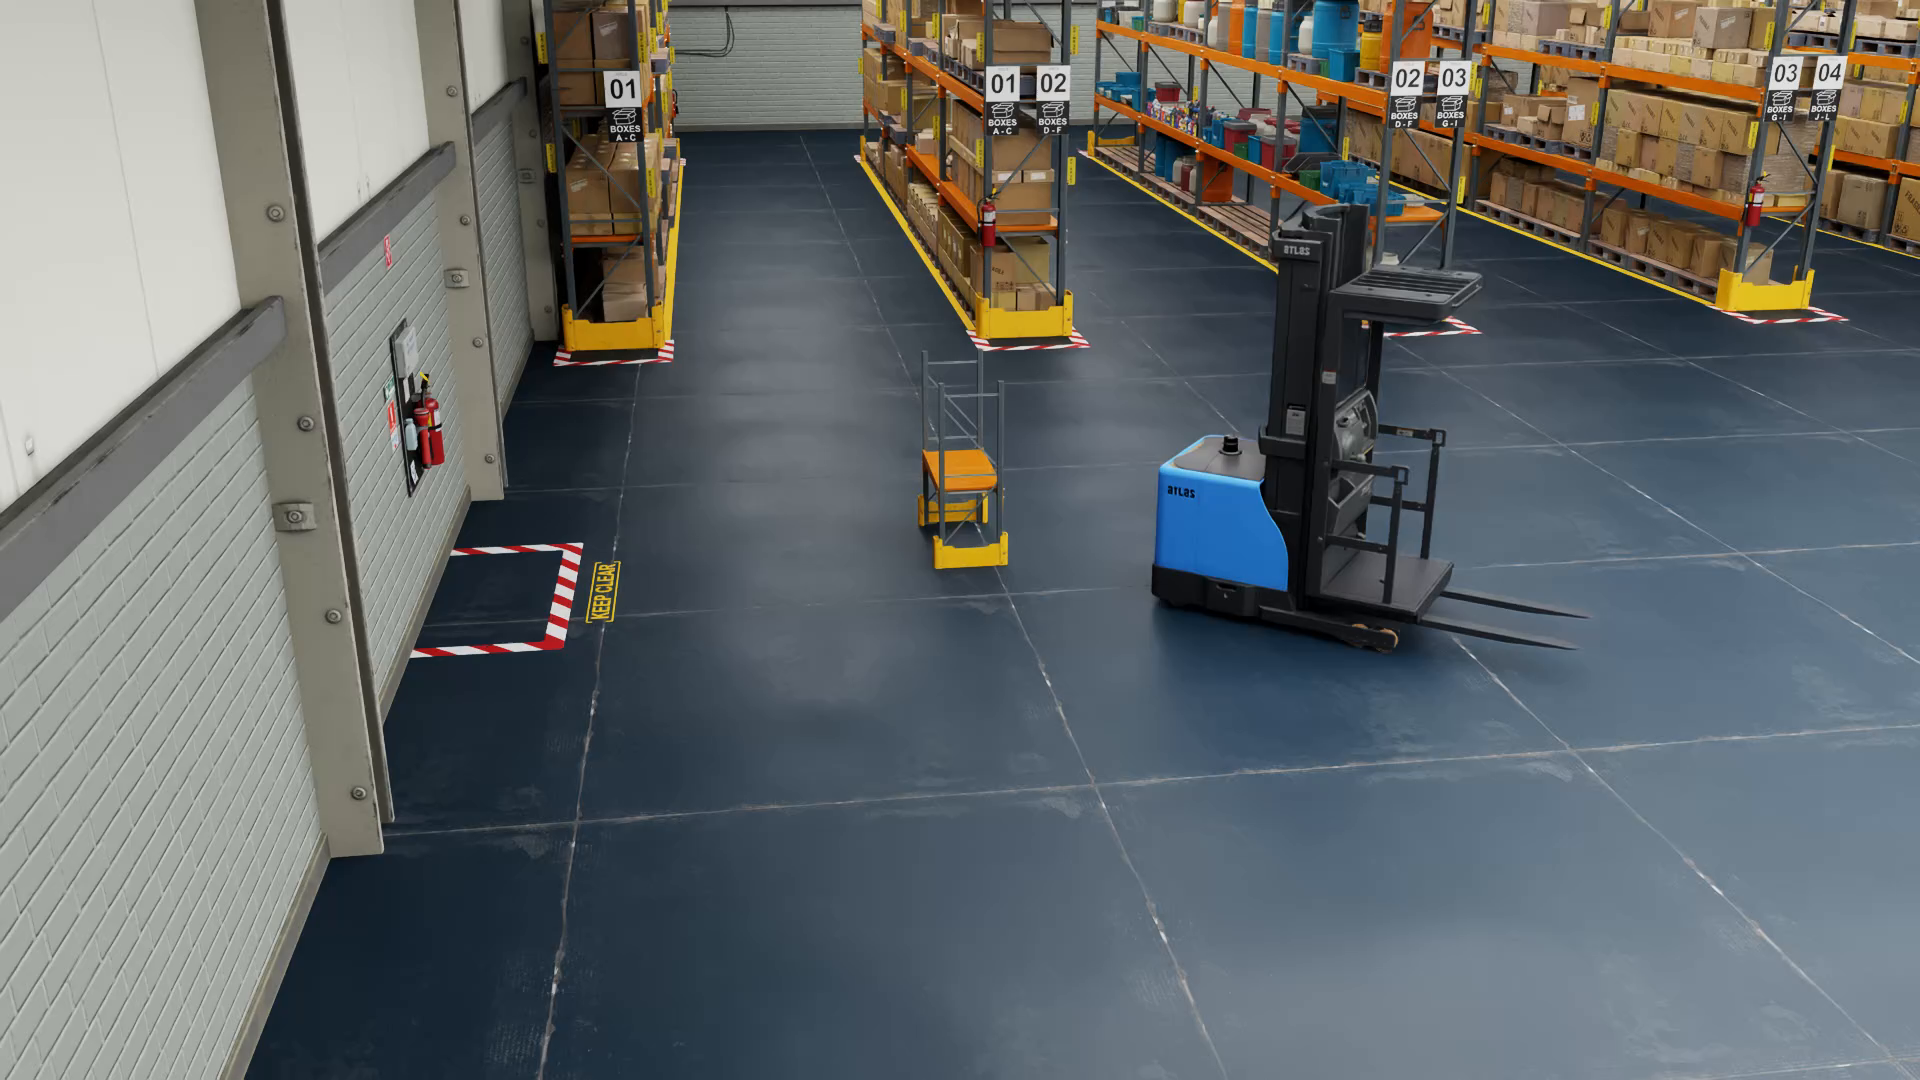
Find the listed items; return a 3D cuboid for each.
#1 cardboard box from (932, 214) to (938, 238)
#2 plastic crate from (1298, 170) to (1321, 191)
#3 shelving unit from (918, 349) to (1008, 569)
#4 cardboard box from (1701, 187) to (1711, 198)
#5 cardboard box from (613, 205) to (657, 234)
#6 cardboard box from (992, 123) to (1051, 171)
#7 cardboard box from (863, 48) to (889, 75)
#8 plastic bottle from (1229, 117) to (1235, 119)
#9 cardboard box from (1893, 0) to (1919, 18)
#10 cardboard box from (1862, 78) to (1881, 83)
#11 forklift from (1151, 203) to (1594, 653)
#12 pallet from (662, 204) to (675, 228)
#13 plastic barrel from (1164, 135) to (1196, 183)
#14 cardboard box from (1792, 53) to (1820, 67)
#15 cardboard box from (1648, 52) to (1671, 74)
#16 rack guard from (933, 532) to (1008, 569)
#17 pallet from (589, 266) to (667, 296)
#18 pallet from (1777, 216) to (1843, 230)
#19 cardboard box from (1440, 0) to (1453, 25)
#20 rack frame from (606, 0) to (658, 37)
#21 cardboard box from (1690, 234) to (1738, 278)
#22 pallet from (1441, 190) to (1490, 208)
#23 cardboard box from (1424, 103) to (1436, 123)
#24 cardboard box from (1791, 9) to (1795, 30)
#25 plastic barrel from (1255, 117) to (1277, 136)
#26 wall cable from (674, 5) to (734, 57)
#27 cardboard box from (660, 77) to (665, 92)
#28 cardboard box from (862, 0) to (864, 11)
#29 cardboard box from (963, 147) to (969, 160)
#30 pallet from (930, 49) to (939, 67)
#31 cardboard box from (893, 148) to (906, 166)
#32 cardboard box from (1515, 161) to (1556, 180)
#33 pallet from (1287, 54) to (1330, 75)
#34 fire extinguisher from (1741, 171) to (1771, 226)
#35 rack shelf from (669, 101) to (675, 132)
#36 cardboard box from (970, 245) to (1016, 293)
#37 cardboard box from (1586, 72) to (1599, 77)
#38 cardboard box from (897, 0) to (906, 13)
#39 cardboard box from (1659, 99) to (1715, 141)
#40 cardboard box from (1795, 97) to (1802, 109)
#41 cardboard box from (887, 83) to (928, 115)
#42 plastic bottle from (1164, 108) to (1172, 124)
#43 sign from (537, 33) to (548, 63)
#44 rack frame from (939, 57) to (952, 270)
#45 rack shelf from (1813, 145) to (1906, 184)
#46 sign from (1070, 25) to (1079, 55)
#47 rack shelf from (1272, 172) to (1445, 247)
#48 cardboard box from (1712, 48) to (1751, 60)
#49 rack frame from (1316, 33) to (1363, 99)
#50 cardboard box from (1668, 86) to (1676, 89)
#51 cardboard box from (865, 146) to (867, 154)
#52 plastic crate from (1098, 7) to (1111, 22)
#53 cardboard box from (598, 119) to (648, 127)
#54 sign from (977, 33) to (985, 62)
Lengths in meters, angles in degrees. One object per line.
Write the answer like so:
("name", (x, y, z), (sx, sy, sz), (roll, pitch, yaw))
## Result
("cardboard box", (-0.137, -4.636, 24.370), (0.500, 0.311, 0.500), (-3, 21, -8))
("plastic crate", (5.023, -5.004, 23.130), (0.450, 0.188, 0.662), (-3, 21, -8))
("shelving unit", (0.011, -0.676, 13.383), (0.587, 1.500, 1.083), (-3, 21, -8))
("cardboard box", (10.196, -4.681, 22.321), (0.380, 0.149, 0.250), (-3, 21, -8))
("cardboard box", (-3.876, -3.827, 19.861), (0.500, 0.250, 0.500), (-4, 21, -9))
("cardboard box", (0.719, -4.789, 20.255), (0.700, 0.500, 0.500), (-3, 21, -8))
("cardboard box", (-1.722, -9.842, 34.208), (0.500, 0.500, 0.500), (-2, 21, -6))
("plastic bottle", (4.721, -7.241, 28.993), (0.152, 0.276, 0.135), (-3, 21, -8))
("cardboard box", (18.502, -10.436, 32.340), (0.500, 0.500, 0.500), (-3, 21, -9))
("cardboard box", (18.446, -9.104, 33.305), (0.500, 0.250, 0.500), (-4, 21, -9))
("forklift", (2.970, -0.796, 11.658), (3.031, 2.935, 1.130), (11, 23, 27))
("pallet", (-5.312, -5.443, 27.988), (1.003, 0.211, 1.213), (-3, 21, -8))
("plastic barrel", (4.117, -7.137, 30.936), (0.600, 0.901, 0.708), (-3, 21, -8))
("cardboard box", (10.774, -6.081, 21.068), (0.380, 0.149, 0.250), (-3, 21, -8))
("cardboard box", (9.962, -6.648, 23.156), (0.500, 0.250, 0.500), (-4, 21, -10))
("rack guard", (0.083, 0.082, 13.140), (0.587, 0.250, 0.087), (-3, 21, -8))
("pallet", (-4.565, -3.551, 22.921), (1.003, 0.211, 1.213), (-3, 21, -8))
("pallet", (14.566, -5.433, 27.961), (1.003, 0.211, 1.213), (-3, 21, -8))
("cardboard box", (9.116, -9.579, 30.041), (0.797, 0.503, 0.637), (-3, 21, -8))
("rack frame", (-5.273, -9.283, 25.710), (1.000, 3.000, 0.127), (-3, 21, -8))
("cardboard box", (10.391, -3.900, 22.845), (0.500, 0.500, 0.500), (2, 21, 6))
("pallet", (9.393, -6.193, 29.995), (1.003, 0.211, 1.213), (-3, 21, -8))
("cardboard box", (8.899, -7.956, 30.588), (0.500, 0.500, 0.500), (-3, 21, -7))
("cardboard box", (14.535, -9.101, 29.365), (0.500, 0.500, 0.500), (-3, 21, -8))
("plastic barrel", (4.951, -6.534, 26.762), (0.421, 0.512, 0.421), (0, 20, 0))
("wall cable", (-6.888, -12.575, 38.960), (3.097, 2.526, 0.112), (-3, 21, -8))
("cardboard box", (-5.392, -7.902, 28.917), (0.500, 0.250, 0.500), (-3, 21, -7))
("cardboard box", (-1.709, -10.872, 33.750), (0.500, 0.250, 0.500), (-3, 21, -8))
("cardboard box", (0.242, -5.141, 22.123), (0.380, 0.149, 0.250), (-4, 21, -9))
("pallet", (0.065, -6.959, 24.048), (0.805, 0.209, 1.217), (-4, 21, -10))
("cardboard box", (-0.903, -6.796, 29.496), (0.500, 0.250, 0.500), (-3, 21, -9))
("cardboard box", (9.644, -6.195, 27.888), (0.500, 0.250, 0.500), (-1, 20, -2))
("pallet", (5.308, -6.659, 23.242), (1.213, 0.211, 1.003), (-3, 21, -8))
("fire extinguisher", (10.145, -4.353, 21.195), (0.296, 0.674, 0.183), (-3, 21, -8))
("rack shelf", (-6.138, -8.213, 32.447), (1.077, 0.370, 4.000), (-3, 21, -8))
("cardboard box", (0.410, -3.385, 20.749), (0.500, 0.500, 0.500), (-3, 21, -8))
("cardboard box", (13.284, -9.514, 34.334), (0.500, 0.500, 0.500), (-3, 21, -8))
("cardboard box", (-0.754, -9.165, 28.794), (0.600, 0.600, 0.600), (-4, 21, -10))
("cardboard box", (10.050, -5.805, 22.973), (0.500, 0.500, 0.500), (-3, 21, -8))
("cardboard box", (14.483, -7.622, 28.264), (0.700, 0.500, 0.500), (-3, 21, -9))
("cardboard box", (-0.940, -7.942, 29.951), (0.700, 0.500, 0.500), (0, 20, 1))
("plastic bottle", (3.810, -7.719, 30.273), (0.152, 0.276, 0.135), (-3, 21, -8))
("sign", (-4.672, -5.502, 18.607), (0.100, 0.325, 0.005), (-3, 21, -8))
("rack frame", (0.205, -5.339, 23.724), (1.000, 3.000, 0.127), (-3, 21, -8))
("rack shelf", (14.643, -6.408, 27.614), (1.077, 0.370, 4.000), (-3, 21, -8))
("sign", (1.331, -5.832, 19.394), (0.100, 0.325, 0.005), (-3, 21, -8))
("rack shelf", (5.395, -4.558, 22.661), (1.077, 0.370, 4.000), (-3, 21, -8))
("cardboard box", (10.195, -6.417, 21.969), (0.380, 0.149, 0.250), (-3, 21, -7))
("rack frame", (8.278, -9.992, 36.182), (1.000, 3.000, 0.127), (-3, 21, -8))
("cardboard box", (13.567, -8.573, 31.291), (0.380, 0.149, 0.250), (-2, 21, -6))
("cardboard box", (-1.769, -8.124, 34.600), (0.380, 0.166, 0.250), (-3, 21, -8))
("plastic crate", (3.157, -10.939, 34.617), (0.497, 0.269, 0.590), (-3, 21, -8))
("cardboard box", (-4.936, -5.939, 24.558), (0.700, 0.500, 0.500), (0, 20, 0))
("sign", (0.242, -5.714, 19.289), (0.100, 0.325, 0.005), (-3, 21, -8))
